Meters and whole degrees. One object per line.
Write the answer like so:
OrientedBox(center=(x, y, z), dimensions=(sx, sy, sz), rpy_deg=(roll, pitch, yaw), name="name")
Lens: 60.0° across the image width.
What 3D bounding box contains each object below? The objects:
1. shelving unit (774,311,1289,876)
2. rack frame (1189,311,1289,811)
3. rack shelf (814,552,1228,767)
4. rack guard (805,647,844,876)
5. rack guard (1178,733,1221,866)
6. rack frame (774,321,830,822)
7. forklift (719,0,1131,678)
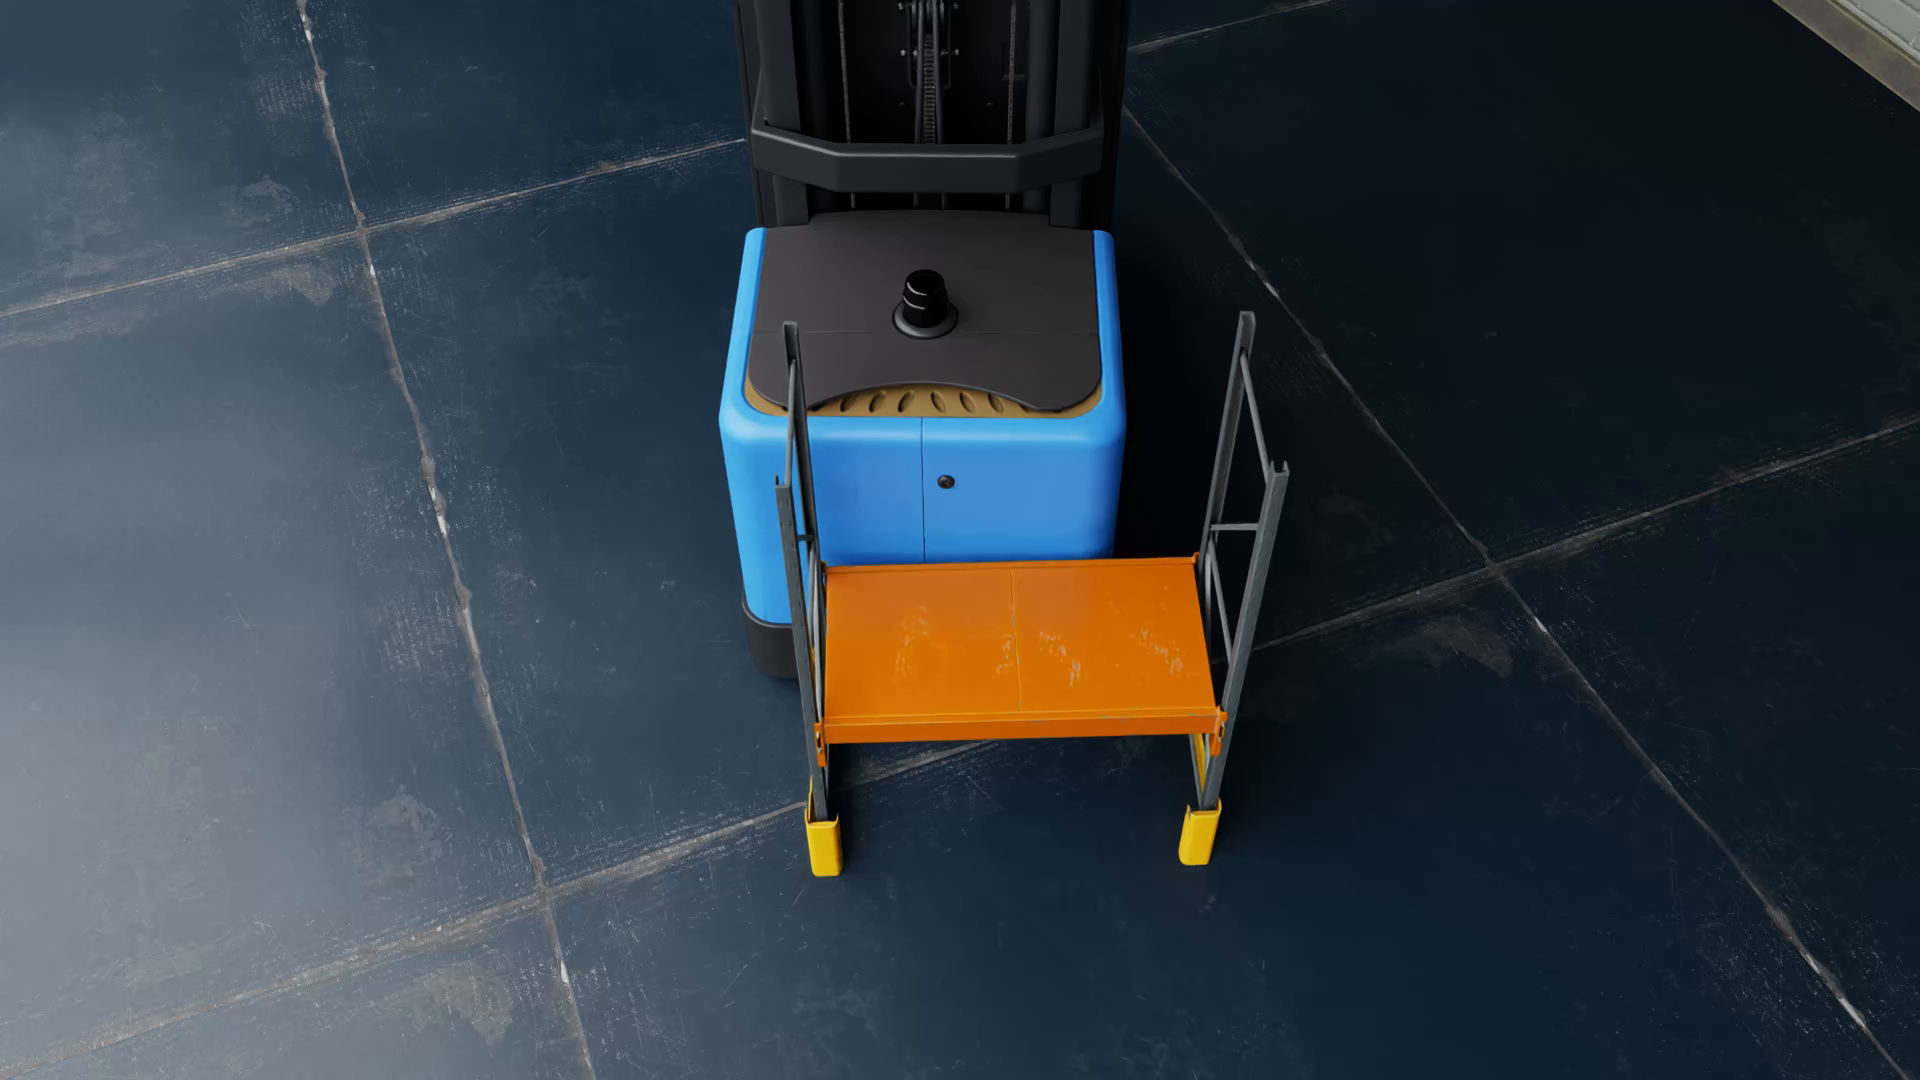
OrientedBox(center=(0.131, 0.180, 4.106), dimensions=(1.083, 1.500, 0.587), rpy_deg=(-1, 49, -1), name="shelving unit")
OrientedBox(center=(0.648, 0.168, 4.117), dimensions=(0.032, 1.500, 0.500), rpy_deg=(-1, 49, -1), name="rack frame")
OrientedBox(center=(0.140, 0.297, 4.243), dimensions=(1.000, 0.185, 0.538), rpy_deg=(-1, 49, -1), name="rack shelf")
OrientedBox(center=(-0.367, 0.600, 4.570), dimensions=(0.087, 0.250, 0.587), rpy_deg=(-1, 49, -1), name="rack guard")
OrientedBox(center=(0.629, 0.575, 4.591), dimensions=(0.087, 0.250, 0.587), rpy_deg=(-1, 49, -1), name="rack guard")
OrientedBox(center=(-0.368, 0.193, 4.096), dimensions=(0.032, 1.500, 0.500), rpy_deg=(-1, 49, -1), name="rack frame")
OrientedBox(center=(-0.076, -1.654, 4.739), dimensions=(1.130, 2.935, 3.031), rpy_deg=(1, 49, 0), name="forklift")
